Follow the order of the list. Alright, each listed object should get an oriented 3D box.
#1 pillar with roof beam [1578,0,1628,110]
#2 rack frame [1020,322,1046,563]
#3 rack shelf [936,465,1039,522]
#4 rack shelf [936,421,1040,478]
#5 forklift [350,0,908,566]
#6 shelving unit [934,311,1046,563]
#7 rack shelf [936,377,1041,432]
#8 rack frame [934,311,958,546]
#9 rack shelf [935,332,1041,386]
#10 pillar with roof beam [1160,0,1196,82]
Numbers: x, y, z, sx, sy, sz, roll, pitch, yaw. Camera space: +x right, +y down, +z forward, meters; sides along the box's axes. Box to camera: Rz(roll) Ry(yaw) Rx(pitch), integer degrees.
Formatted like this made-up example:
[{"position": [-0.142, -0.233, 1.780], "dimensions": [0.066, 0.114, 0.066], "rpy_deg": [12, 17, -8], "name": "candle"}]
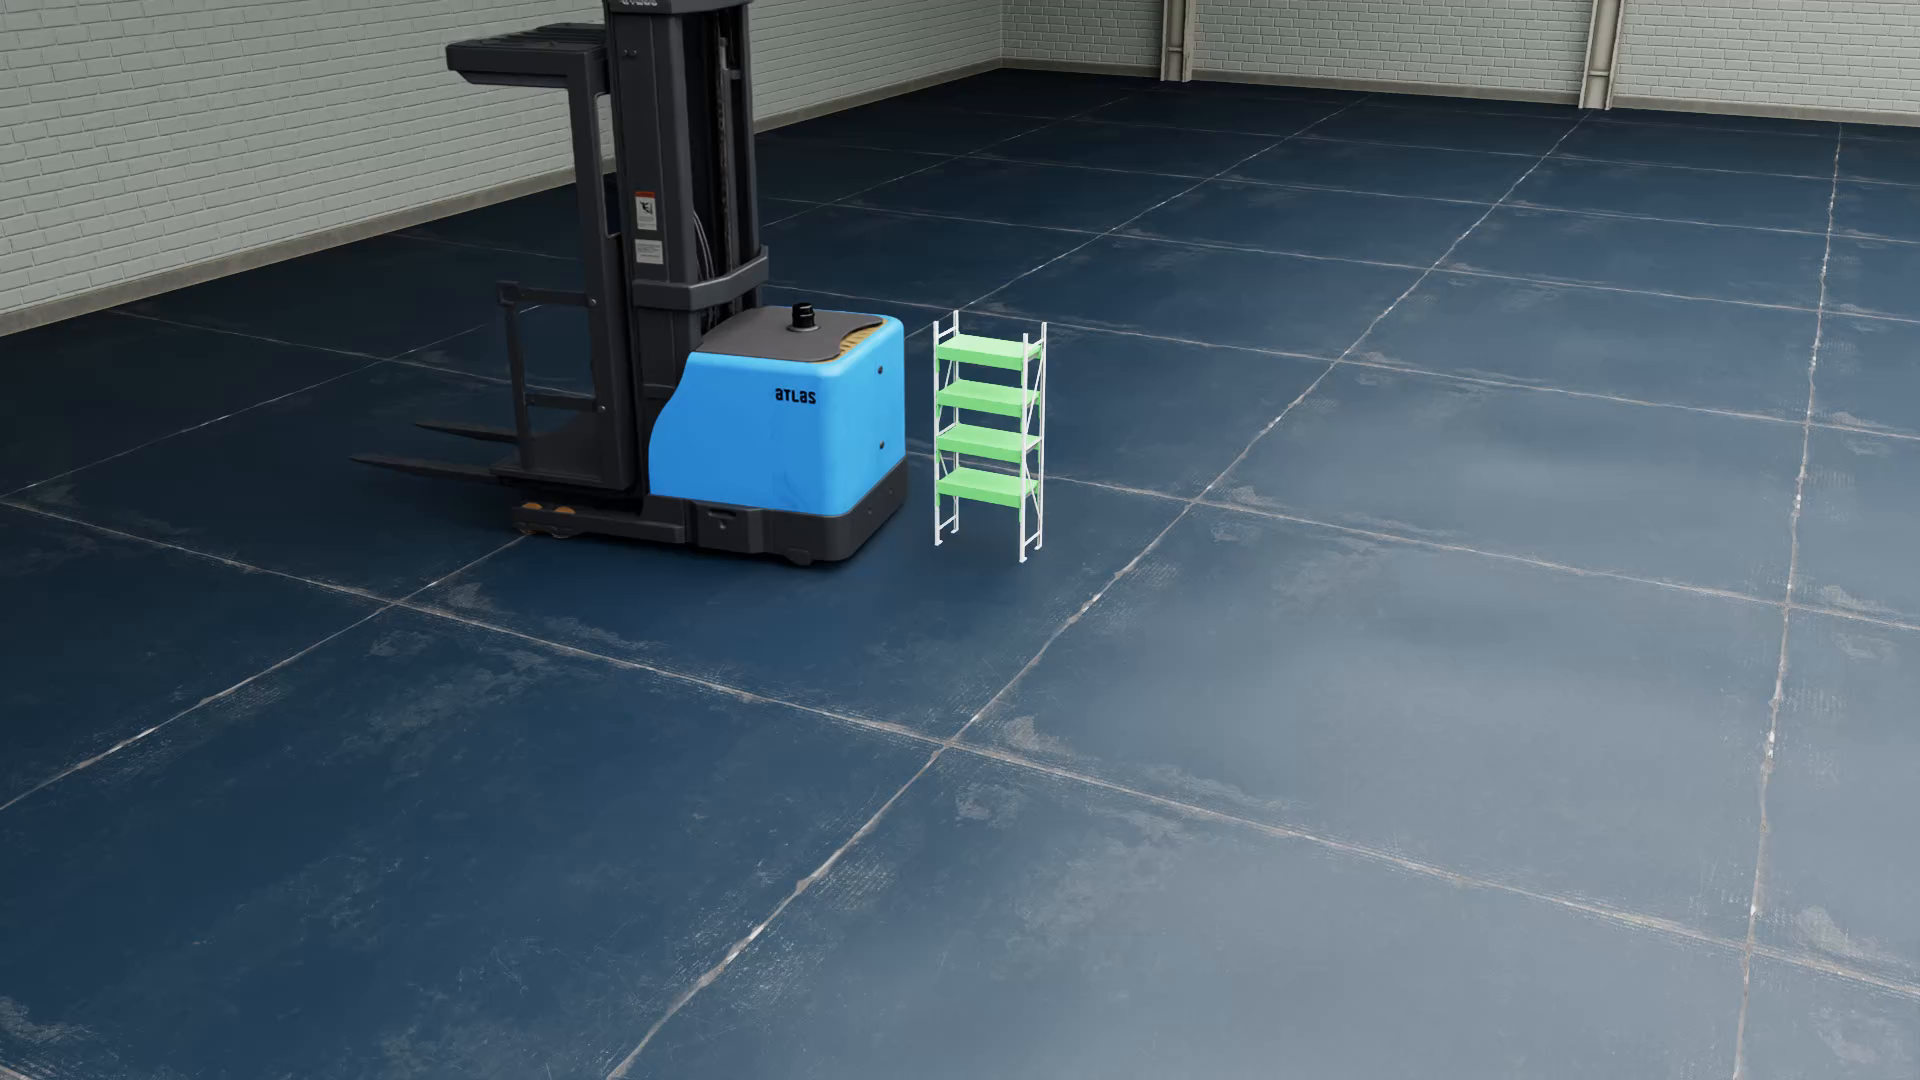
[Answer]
[{"position": [6.664, -8.502, 17.243], "dimensions": [0.400, 9.000, 9.100], "rpy_deg": [11, 25, 25], "name": "pillar with roof beam"}, {"position": [0.365, -0.480, 8.345], "dimensions": [0.015, 1.200, 0.240], "rpy_deg": [11, 25, 25], "name": "rack frame"}, {"position": [0.148, -0.243, 8.565], "dimensions": [0.480, 0.148, 0.258], "rpy_deg": [11, 25, 25], "name": "rack shelf"}, {"position": [0.148, -0.464, 8.471], "dimensions": [0.480, 0.148, 0.258], "rpy_deg": [11, 25, 25], "name": "rack shelf"}, {"position": [-1.858, -1.542, 8.632], "dimensions": [3.031, 2.935, 1.130], "rpy_deg": [7, 24, 16], "name": "forklift"}, {"position": [0.148, -0.523, 8.446], "dimensions": [0.503, 1.200, 0.258], "rpy_deg": [11, 25, 25], "name": "shelving unit"}, {"position": [0.148, -0.685, 8.378], "dimensions": [0.480, 0.148, 0.258], "rpy_deg": [11, 25, 25], "name": "rack shelf"}, {"position": [-0.070, -0.566, 8.548], "dimensions": [0.015, 1.200, 0.240], "rpy_deg": [11, 25, 25], "name": "rack frame"}, {"position": [0.148, -0.906, 8.284], "dimensions": [0.480, 0.148, 0.258], "rpy_deg": [11, 25, 25], "name": "rack shelf"}, {"position": [1.310, -9.562, 19.735], "dimensions": [0.400, 9.000, 9.100], "rpy_deg": [11, 25, 25], "name": "pillar with roof beam"}]
